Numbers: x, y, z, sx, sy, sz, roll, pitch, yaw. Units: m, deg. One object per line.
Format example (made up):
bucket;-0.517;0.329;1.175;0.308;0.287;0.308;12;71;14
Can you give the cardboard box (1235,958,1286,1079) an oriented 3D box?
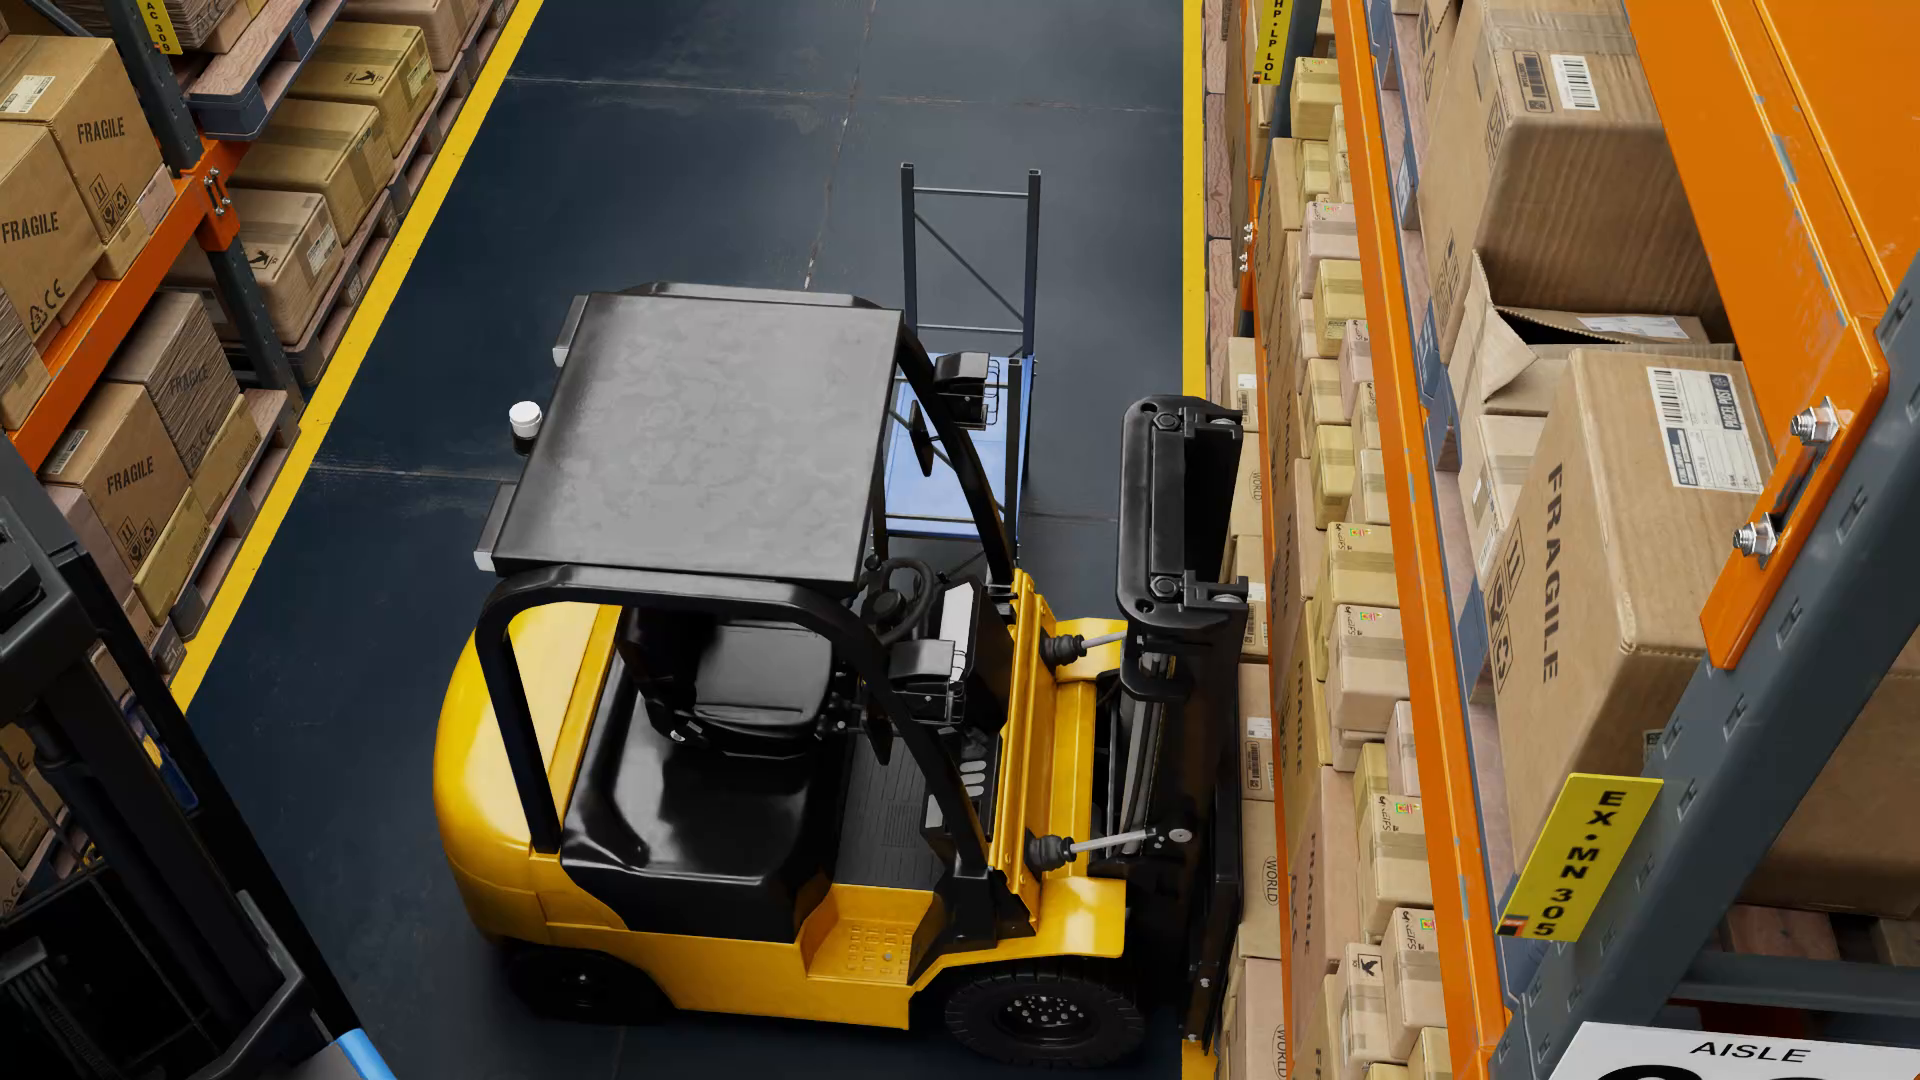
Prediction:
cardboard box;0.985;1.398;4.340;0.500;0.250;0.500;5;48;4

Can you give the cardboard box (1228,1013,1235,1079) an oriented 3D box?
cardboard box;1.002;1.555;4.535;0.500;0.250;0.500;3;48;3

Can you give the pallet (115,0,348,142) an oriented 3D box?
pallet;-3.152;-2.074;6.744;1.003;0.211;1.213;4;48;4

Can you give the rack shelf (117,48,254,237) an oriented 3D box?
rack shelf;-3.184;-2.814;7.778;1.077;0.370;4.000;4;48;4

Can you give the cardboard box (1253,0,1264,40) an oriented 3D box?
cardboard box;1.407;-2.130;6.428;0.500;0.250;0.500;3;48;3

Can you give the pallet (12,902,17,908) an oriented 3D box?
pallet;-3.615;1.643;5.104;1.003;0.211;1.213;4;48;4

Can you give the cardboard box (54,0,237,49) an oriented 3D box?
cardboard box;-3.038;-2.188;6.164;0.500;0.500;0.500;5;48;4

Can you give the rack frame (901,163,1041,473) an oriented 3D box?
rack frame;0.039;-0.817;6.481;0.500;1.500;0.032;4;48;4

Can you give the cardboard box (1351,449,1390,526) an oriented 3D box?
cardboard box;1.169;-0.074;4.076;0.380;0.149;0.250;4;48;4

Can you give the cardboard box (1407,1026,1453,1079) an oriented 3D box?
cardboard box;1.035;1.053;3.045;0.380;0.149;0.250;4;48;4

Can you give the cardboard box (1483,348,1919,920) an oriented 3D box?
cardboard box;1.010;0.120;2.154;0.500;0.500;0.500;5;48;5

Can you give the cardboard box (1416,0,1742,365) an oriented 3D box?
cardboard box;1.203;-0.625;2.836;0.700;0.500;0.500;4;48;4

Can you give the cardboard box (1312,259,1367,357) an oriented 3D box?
cardboard box;1.182;-0.633;4.588;0.380;0.149;0.250;3;48;3

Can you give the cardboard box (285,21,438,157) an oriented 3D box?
cardboard box;-3.197;-2.267;8.287;0.950;0.372;0.625;5;48;5

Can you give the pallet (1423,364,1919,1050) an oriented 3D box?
pallet;1.303;0.183;2.577;1.003;0.211;1.213;4;48;4

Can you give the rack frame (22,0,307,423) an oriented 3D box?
rack frame;-3.366;-1.587;6.168;1.000;3.000;0.127;4;48;4

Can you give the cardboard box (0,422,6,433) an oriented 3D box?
cardboard box;-3.234;-0.312;5.173;0.380;0.149;0.250;3;48;3

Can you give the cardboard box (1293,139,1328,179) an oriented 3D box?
cardboard box;1.286;-1.292;5.391;0.380;0.149;0.250;3;48;3

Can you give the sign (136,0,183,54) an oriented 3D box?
sign;-2.825;-1.848;5.821;0.100;0.325;0.005;4;48;4

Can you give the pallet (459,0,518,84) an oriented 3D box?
pallet;-3.074;-3.011;9.361;1.003;0.211;1.213;4;48;4

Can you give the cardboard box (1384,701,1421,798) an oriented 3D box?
cardboard box;1.120;0.498;3.553;0.380;0.149;0.250;4;48;4

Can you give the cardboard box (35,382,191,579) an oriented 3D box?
cardboard box;-3.198;-0.227;5.995;0.500;0.500;0.500;5;48;4

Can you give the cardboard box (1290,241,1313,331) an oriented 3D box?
cardboard box;1.172;-0.732;4.879;0.380;0.149;0.250;5;48;4

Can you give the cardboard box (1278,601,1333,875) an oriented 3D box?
cardboard box;1.099;0.513;4.180;0.500;0.500;0.500;3;48;3

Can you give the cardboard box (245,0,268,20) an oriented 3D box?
cardboard box;-2.970;-2.211;6.626;0.380;0.149;0.250;5;48;4

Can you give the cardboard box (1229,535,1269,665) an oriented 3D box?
cardboard box;1.130;0.269;5.372;0.500;0.250;0.500;5;48;5

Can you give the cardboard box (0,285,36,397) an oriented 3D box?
cardboard box;-3.242;-0.617;5.012;0.500;0.500;0.500;5;48;5

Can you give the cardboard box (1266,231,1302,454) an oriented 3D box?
cardboard box;1.246;-0.597;5.195;0.500;0.500;0.500;5;48;4

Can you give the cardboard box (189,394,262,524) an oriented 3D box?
cardboard box;-3.153;-0.348;6.614;0.500;0.250;0.500;6;48;5

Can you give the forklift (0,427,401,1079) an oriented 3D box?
forklift;-2.369;0.807;4.025;1.130;2.935;3.031;-33;56;-27

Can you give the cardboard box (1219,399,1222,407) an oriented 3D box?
cardboard box;1.226;-0.303;6.235;0.500;0.250;0.500;4;48;3

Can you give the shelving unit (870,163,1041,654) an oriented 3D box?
shelving unit;-0.008;-0.443;6.139;0.538;1.500;1.048;4;48;4

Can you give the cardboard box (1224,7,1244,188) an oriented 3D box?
cardboard box;1.758;-2.102;7.965;0.875;0.625;0.625;2;48;2

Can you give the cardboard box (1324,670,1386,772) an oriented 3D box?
cardboard box;1.055;0.400;3.844;0.380;0.149;0.250;2;48;2

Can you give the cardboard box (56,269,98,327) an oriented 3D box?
cardboard box;-3.209;-0.875;5.688;0.380;0.149;0.250;4;48;4

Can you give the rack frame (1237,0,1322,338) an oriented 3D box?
rack frame;1.577;-1.256;5.866;1.000;3.000;0.127;4;48;4

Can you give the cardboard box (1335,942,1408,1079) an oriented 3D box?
cardboard box;0.959;0.968;3.325;0.380;0.149;0.250;5;48;4

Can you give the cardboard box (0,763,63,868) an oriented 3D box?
cardboard box;-3.291;0.788;5.575;0.500;0.250;0.500;7;48;6

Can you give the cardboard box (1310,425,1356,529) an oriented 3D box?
cardboard box;1.125;-0.157;4.353;0.380;0.149;0.250;3;48;3

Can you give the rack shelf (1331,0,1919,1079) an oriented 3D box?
rack shelf;1.395;-0.622;3.608;0.919;0.124;3.809;4;48;4

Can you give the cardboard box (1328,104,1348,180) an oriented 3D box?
cardboard box;1.336;-1.195;5.101;0.380;0.149;0.250;5;48;4

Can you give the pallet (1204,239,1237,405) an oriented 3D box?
pallet;1.605;-0.859;7.392;1.003;0.211;1.213;4;48;4
